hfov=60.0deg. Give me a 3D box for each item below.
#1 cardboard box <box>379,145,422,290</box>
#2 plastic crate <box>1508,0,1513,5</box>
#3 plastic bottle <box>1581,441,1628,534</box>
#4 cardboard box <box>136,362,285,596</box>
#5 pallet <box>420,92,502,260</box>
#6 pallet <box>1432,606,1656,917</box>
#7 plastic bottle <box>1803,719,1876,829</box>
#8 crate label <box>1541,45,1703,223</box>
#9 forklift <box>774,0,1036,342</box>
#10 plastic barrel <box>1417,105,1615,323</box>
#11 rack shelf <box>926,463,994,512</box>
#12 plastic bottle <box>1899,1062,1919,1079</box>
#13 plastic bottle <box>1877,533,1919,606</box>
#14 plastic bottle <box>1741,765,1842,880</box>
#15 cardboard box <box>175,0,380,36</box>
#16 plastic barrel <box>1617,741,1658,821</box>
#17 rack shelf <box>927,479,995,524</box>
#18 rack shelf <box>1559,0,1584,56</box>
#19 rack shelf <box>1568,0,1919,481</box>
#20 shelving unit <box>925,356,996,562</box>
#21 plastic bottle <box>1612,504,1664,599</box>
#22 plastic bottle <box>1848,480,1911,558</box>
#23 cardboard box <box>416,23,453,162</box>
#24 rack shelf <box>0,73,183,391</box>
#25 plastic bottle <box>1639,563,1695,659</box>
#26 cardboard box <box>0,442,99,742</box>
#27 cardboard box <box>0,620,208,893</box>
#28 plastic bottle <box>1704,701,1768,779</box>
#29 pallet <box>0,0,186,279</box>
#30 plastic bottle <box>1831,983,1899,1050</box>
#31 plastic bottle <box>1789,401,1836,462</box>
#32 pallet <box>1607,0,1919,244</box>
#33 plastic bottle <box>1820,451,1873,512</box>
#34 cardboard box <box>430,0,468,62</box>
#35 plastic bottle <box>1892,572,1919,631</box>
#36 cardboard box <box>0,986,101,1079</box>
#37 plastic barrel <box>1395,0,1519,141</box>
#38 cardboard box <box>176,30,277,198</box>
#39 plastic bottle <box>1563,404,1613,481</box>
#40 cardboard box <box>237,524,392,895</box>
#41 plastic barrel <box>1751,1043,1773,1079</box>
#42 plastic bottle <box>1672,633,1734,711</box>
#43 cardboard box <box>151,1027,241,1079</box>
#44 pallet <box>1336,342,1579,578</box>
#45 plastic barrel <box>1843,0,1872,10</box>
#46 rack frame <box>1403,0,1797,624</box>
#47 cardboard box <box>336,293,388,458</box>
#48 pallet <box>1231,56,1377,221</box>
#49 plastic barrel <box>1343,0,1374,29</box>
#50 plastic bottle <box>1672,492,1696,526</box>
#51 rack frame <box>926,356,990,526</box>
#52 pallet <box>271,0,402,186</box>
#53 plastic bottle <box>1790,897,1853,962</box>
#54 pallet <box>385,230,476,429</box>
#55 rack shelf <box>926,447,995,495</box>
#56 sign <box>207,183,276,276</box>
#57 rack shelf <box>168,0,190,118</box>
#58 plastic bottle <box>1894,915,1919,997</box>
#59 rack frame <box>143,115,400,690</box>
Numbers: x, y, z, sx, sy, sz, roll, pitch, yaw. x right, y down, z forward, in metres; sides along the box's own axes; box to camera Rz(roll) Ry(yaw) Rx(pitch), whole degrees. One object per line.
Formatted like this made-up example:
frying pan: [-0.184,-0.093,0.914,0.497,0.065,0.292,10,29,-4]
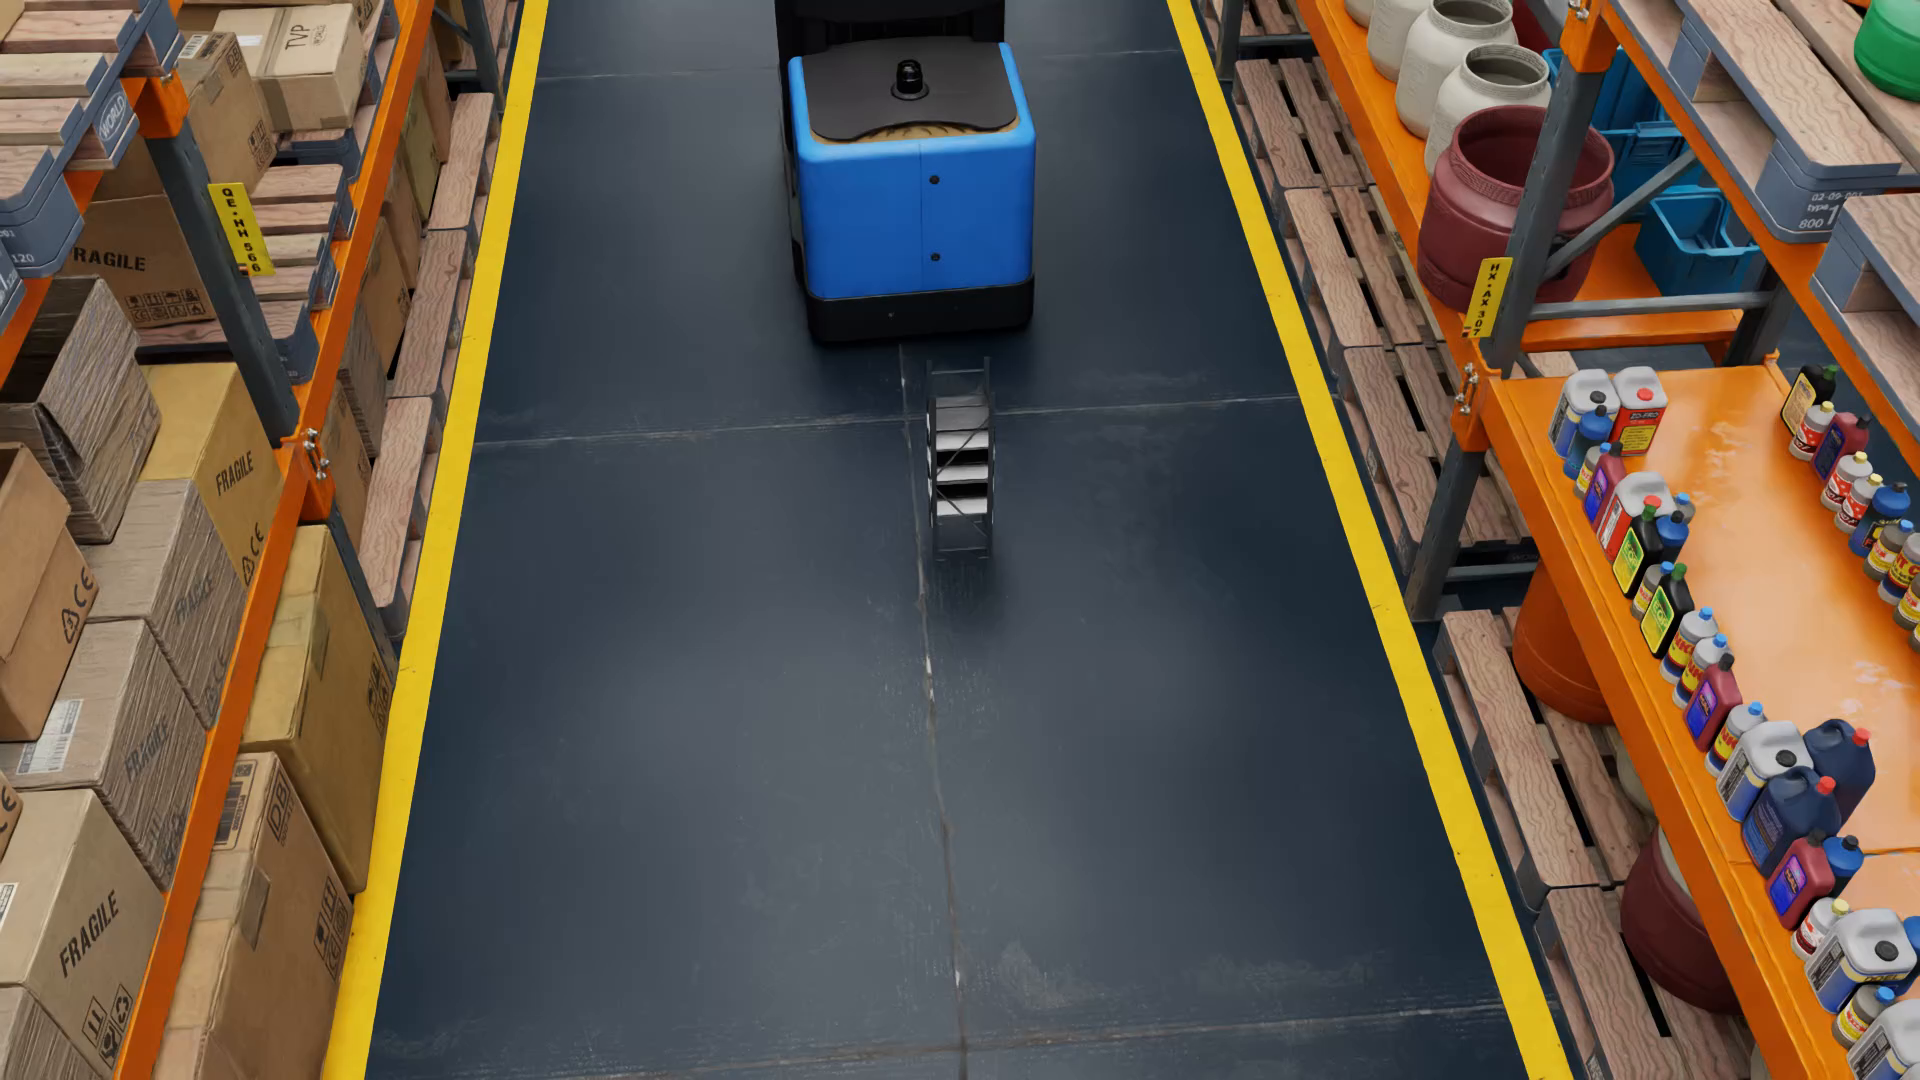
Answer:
cardboard box: [-2.896,-1.464,7.625,0.700,0.500,0.500,-7,47,-7]
plastic crate: [2.368,-2.354,7.196,0.450,0.188,0.662,-3,47,-3]
plastic bottle: [1.972,-0.162,5.054,0.061,0.283,0.133,-3,47,-3]
cardboard box: [-2.372,-0.167,4.910,0.500,0.500,0.500,-2,47,-2]
pallet: [-2.928,-1.846,8.490,1.003,0.211,1.213,-3,47,-3]
pallet: [2.383,0.751,6.029,1.003,0.211,1.213,-3,47,-3]
plastic bottle: [2.256,0.587,4.299,0.144,0.351,0.185,-3,47,-3]
crate label: [2.462,-1.523,6.238,0.502,0.435,0.616,-3,47,-3]
forklift: [-0.364,-3.001,7.710,1.130,2.935,3.031,-6,47,-5]
plastic barrel: [1.935,-1.139,5.806,0.600,0.536,0.708,-3,47,-3]
rack shelf: [0.001,-0.219,6.644,0.258,0.077,0.200,-3,47,-3]
plastic bottle: [2.183,1.267,3.706,0.152,0.276,0.135,-3,47,-3]
plastic bottle: [2.778,0.069,4.844,0.097,0.271,0.097,0,47,0]
plastic bottle: [2.115,0.694,4.198,0.144,0.351,0.185,-3,47,-3]
cardboard box: [-2.758,-2.300,6.638,0.797,0.503,0.637,1,47,1]
plastic barrel: [2.470,0.692,5.590,0.421,0.512,0.421,0,47,0]
rack shelf: [0.001,-0.157,6.709,0.258,0.077,0.200,-3,47,-3]
rack shelf: [2.108,-3.006,6.097,1.077,0.370,4.000,-3,47,-3]
rack shelf: [2.443,-0.112,3.357,1.077,0.370,4.000,-3,47,-3]
shelving unit: [0.001,-0.304,6.554,0.258,0.900,0.210,-3,47,-3]
plastic bottle: [1.994,0.032,4.871,0.061,0.283,0.133,-3,47,-3]
plastic bottle: [2.762,-0.072,4.977,0.097,0.271,0.097,0,47,0]
cardboard box: [-2.965,-2.215,8.336,0.700,0.500,0.500,-7,47,-6]
rack shelf: [-2.493,0.189,3.071,1.077,0.370,4.000,-3,47,-3]
plastic bottle: [2.014,0.199,4.713,0.061,0.283,0.133,-3,47,-3]
cardboard box: [-2.563,0.148,3.921,0.797,0.503,0.637,-3,47,-2]
cardboard box: [-2.289,0.570,4.212,0.500,0.500,0.500,-5,47,-5]
plastic bottle: [2.069,0.523,4.414,0.097,0.271,0.097,0,47,0]
pallet: [-2.553,-0.978,3.811,1.213,0.211,1.003,-2,47,-1]
plastic bottle: [2.134,1.113,3.904,0.097,0.201,0.097,0,47,0]
plastic bottle: [2.726,-0.356,5.294,0.097,0.201,0.097,0,47,0]
pallet: [2.242,-1.182,4.005,1.003,0.211,1.213,-3,47,-3]
plastic bottle: [2.745,-0.189,5.136,0.097,0.201,0.097,0,47,0]
cardboard box: [-2.988,-2.945,9.042,0.500,0.500,0.500,-5,47,-5]
plastic bottle: [2.786,0.163,4.803,0.097,0.201,0.097,0,47,0]
cardboard box: [-2.199,1.312,3.510,0.500,0.500,0.500,-4,47,-4]
plastic barrel: [1.941,-1.850,6.495,0.421,0.512,0.421,0,47,0]
cardboard box: [-2.891,-1.439,5.825,0.700,0.500,0.500,3,47,3]
plastic bottle: [1.972,-0.313,5.205,0.097,0.271,0.097,0,47,0]
cardboard box: [-2.623,0.612,5.415,1.225,0.875,0.875,-5,47,-5]
plastic barrel: [2.564,1.509,4.816,0.421,0.512,0.421,0,47,0]
plastic bottle: [2.049,0.356,4.572,0.097,0.271,0.097,0,47,0]
cardboard box: [-2.474,1.898,4.197,1.225,0.875,0.875,-5,47,-5]
pallet: [2.249,-0.379,7.100,1.003,0.211,1.213,-3,47,-3]
plastic barrel: [2.320,-1.688,3.768,0.600,0.830,0.708,-3,47,-3]
rack frame: [2.276,-0.775,5.555,1.000,3.000,0.127,-3,47,-3]
cardboard box: [-2.795,-0.650,6.855,0.700,0.500,0.500,-7,47,-7]
pallet: [2.045,-2.145,8.772,1.003,0.211,1.213,-3,47,-3]
plastic barrel: [1.864,-2.480,7.075,0.433,0.535,0.433,0,47,0]
plastic bottle: [2.151,-0.061,5.015,0.097,0.201,0.097,0,47,0]
rack frame: [-0.008,-0.377,6.624,0.240,0.900,0.006,-3,47,-3]
pallet: [-2.866,-1.838,6.693,1.003,0.211,1.213,-3,47,-3]
plastic bottle: [2.115,0.945,4.062,0.097,0.201,0.097,0,47,0]
pallet: [-2.823,-0.962,7.652,1.003,0.211,1.213,-3,47,-3]
rack shelf: [0.001,-0.281,6.578,0.258,0.077,0.200,-3,47,-3]
sign: [-2.107,-0.909,4.884,0.100,0.325,0.005,-3,47,-3]
rack shelf: [-2.827,-2.705,5.812,1.077,0.370,4.000,-3,47,-3]
plastic bottle: [2.275,0.982,3.979,0.097,0.271,0.097,0,47,0]
rack frame: [-2.660,-0.474,5.270,1.000,3.000,0.127,-3,47,-3]
